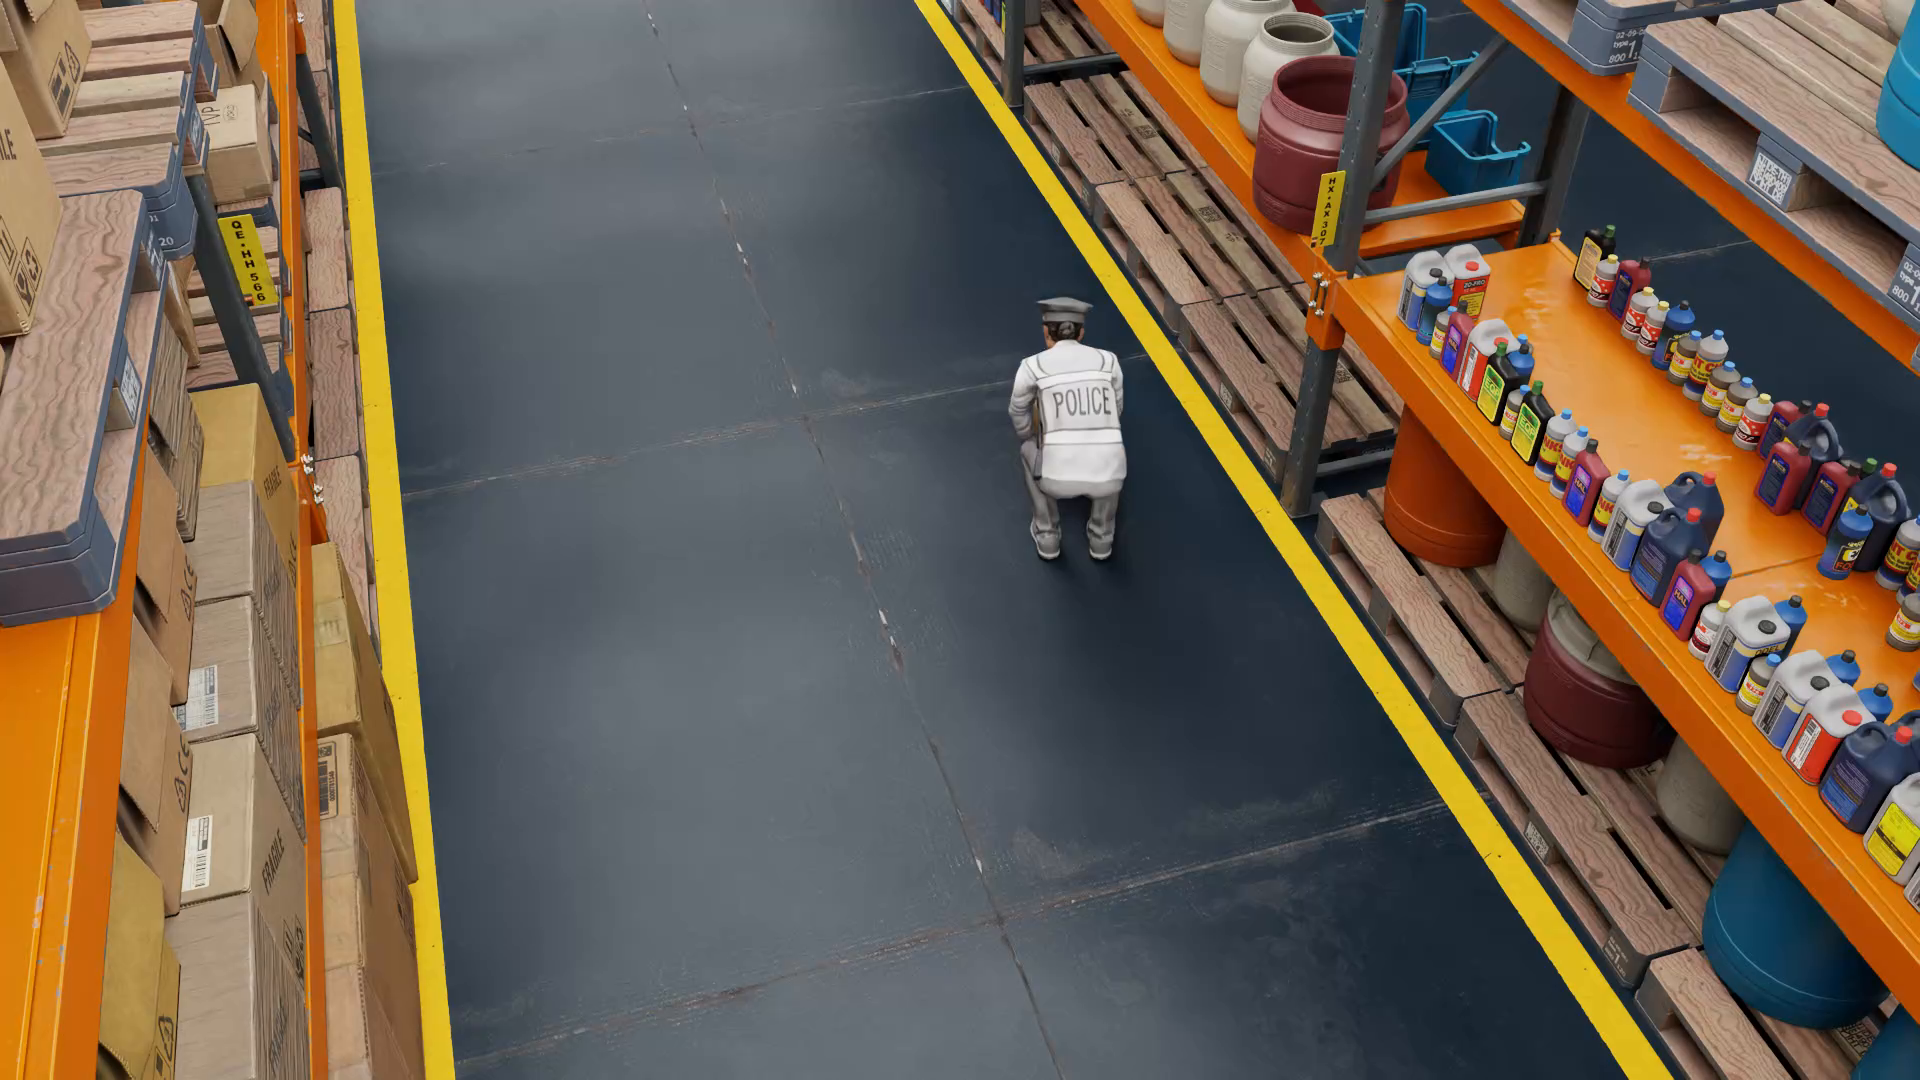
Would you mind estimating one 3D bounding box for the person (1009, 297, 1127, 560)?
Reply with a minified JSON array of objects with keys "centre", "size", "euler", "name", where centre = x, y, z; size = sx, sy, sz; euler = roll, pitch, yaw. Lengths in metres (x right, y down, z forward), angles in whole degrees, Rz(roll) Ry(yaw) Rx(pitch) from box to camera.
[{"centre":[0.463,-0.457,7.115],"size":[0.501,1.054,0.818],"euler":[0,42,0],"name":"person"}]
